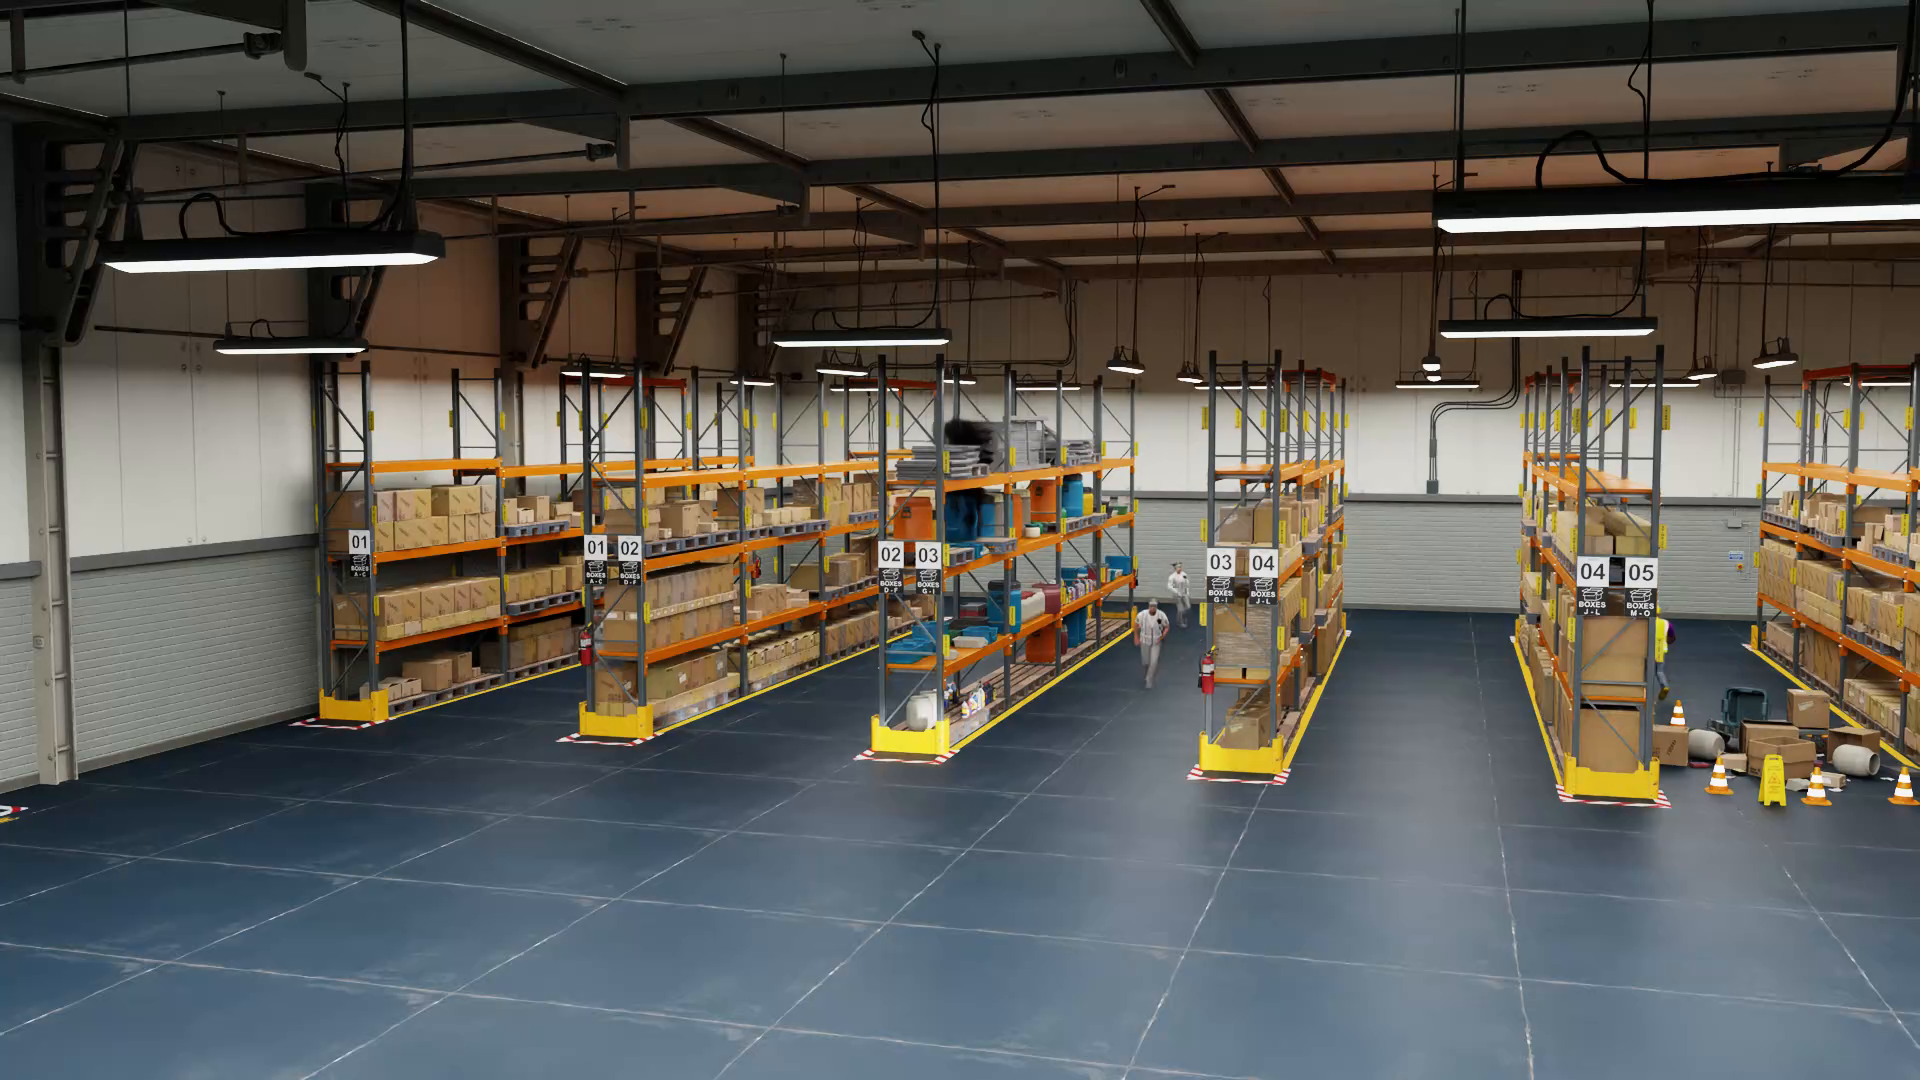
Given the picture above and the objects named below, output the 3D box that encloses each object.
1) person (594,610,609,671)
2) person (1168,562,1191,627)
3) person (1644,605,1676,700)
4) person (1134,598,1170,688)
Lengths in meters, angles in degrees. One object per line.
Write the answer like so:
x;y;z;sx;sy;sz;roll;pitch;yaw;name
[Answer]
-6.567;2.047;30.426;0.558;1.622;0.707;1;4;13;person
5.308;1.320;40.268;0.620;1.613;0.514;-2;4;-22;person
12.469;2.025;29.738;0.700;1.718;0.814;0;4;6;person
3.613;1.919;31.358;0.654;1.710;0.678;0;4;1;person
